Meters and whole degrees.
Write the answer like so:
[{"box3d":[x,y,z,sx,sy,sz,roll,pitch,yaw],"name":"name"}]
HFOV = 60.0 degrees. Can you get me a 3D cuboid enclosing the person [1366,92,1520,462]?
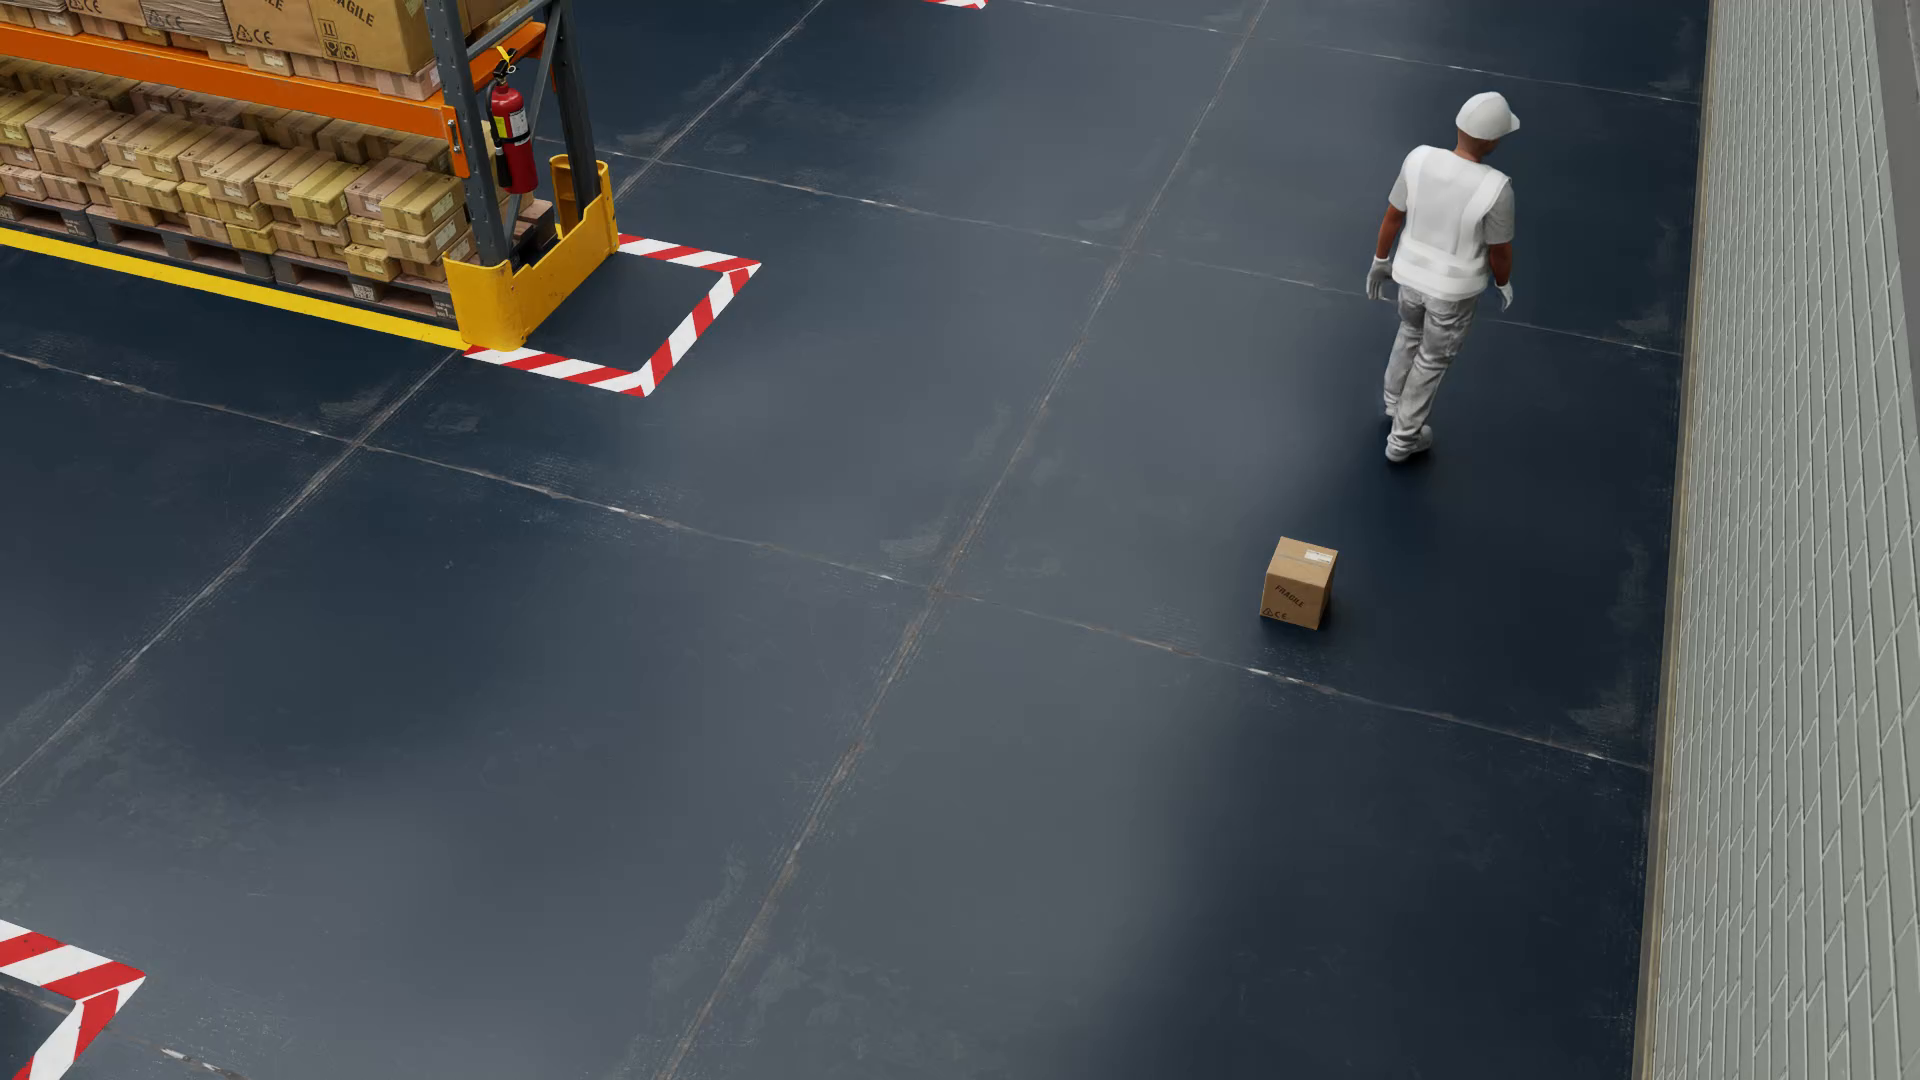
[{"box3d":[2.180,-1.165,7.495,0.541,1.850,0.578,-33,51,-32],"name":"person"}]
